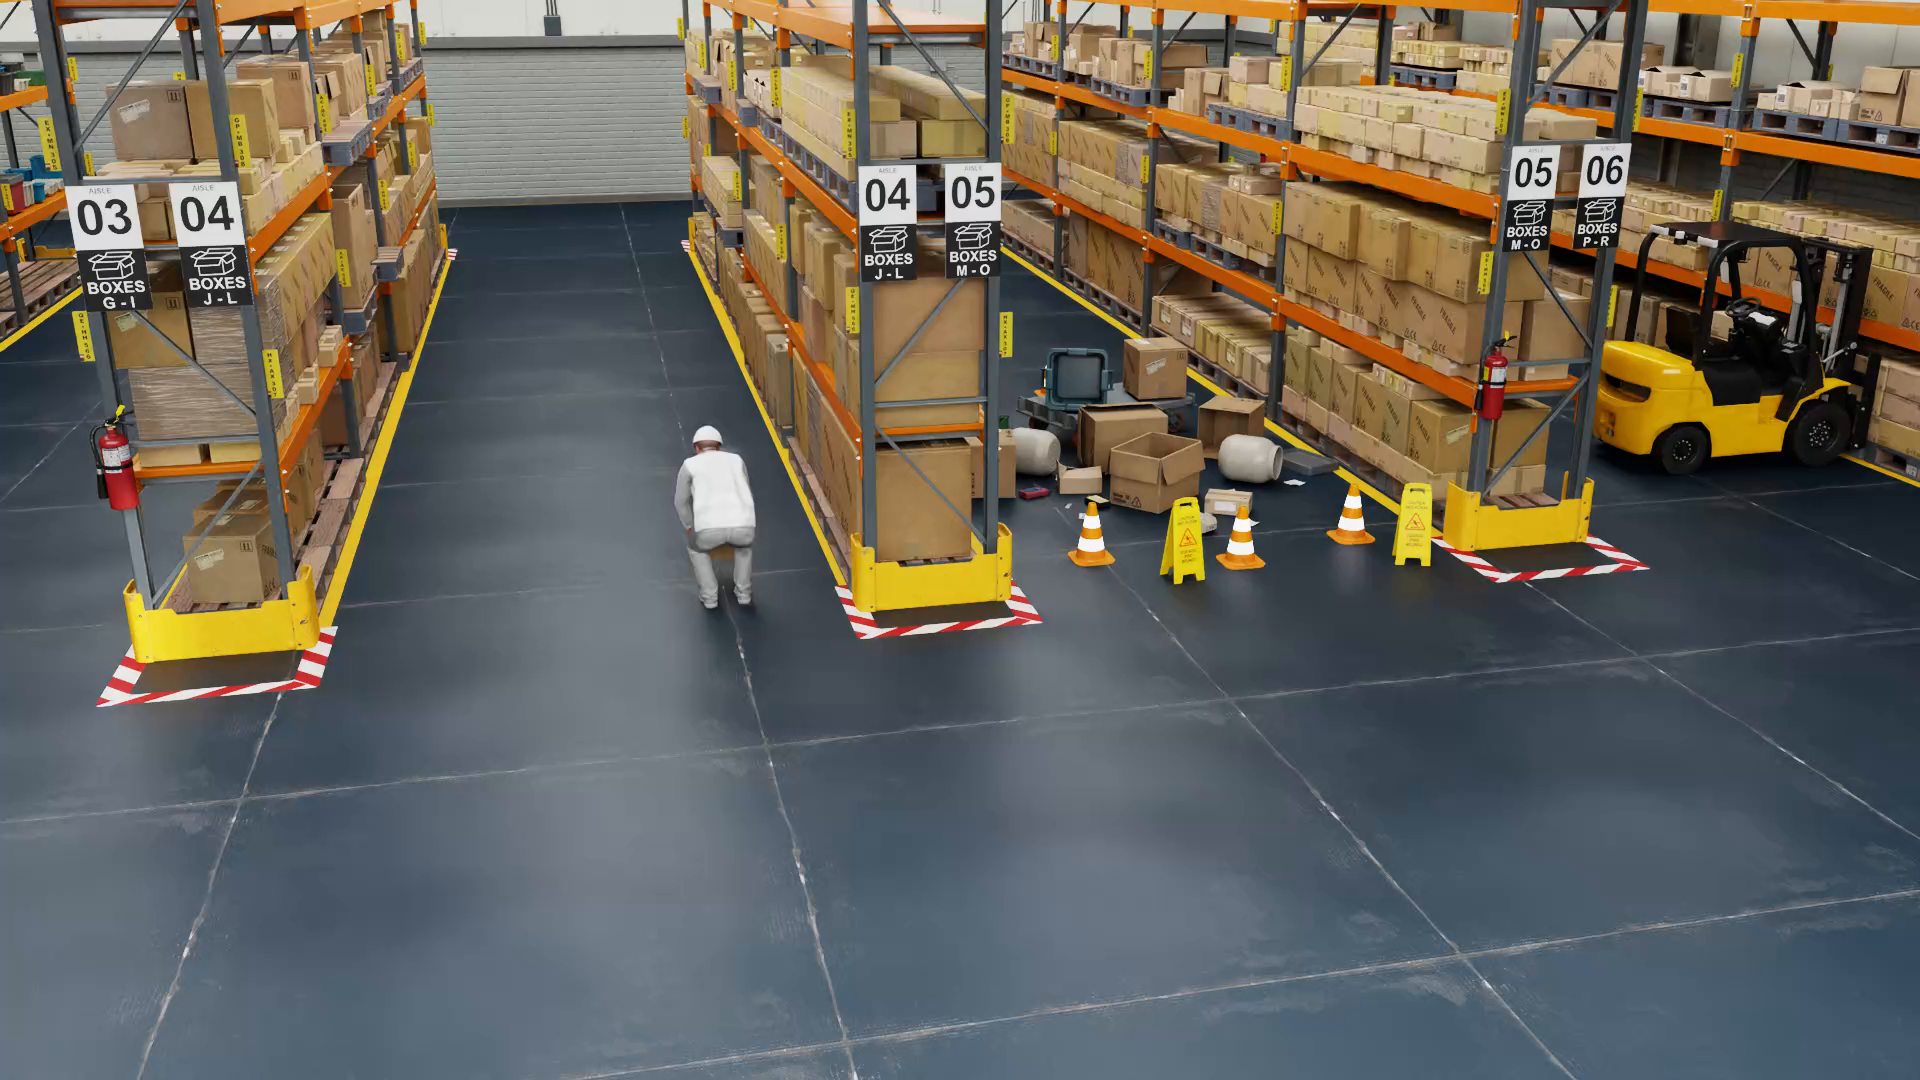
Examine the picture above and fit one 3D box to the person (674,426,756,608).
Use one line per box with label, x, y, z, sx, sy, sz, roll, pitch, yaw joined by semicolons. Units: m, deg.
person;-1.800;-0.159;12.271;0.579;1.249;0.837;-4;20;-12
